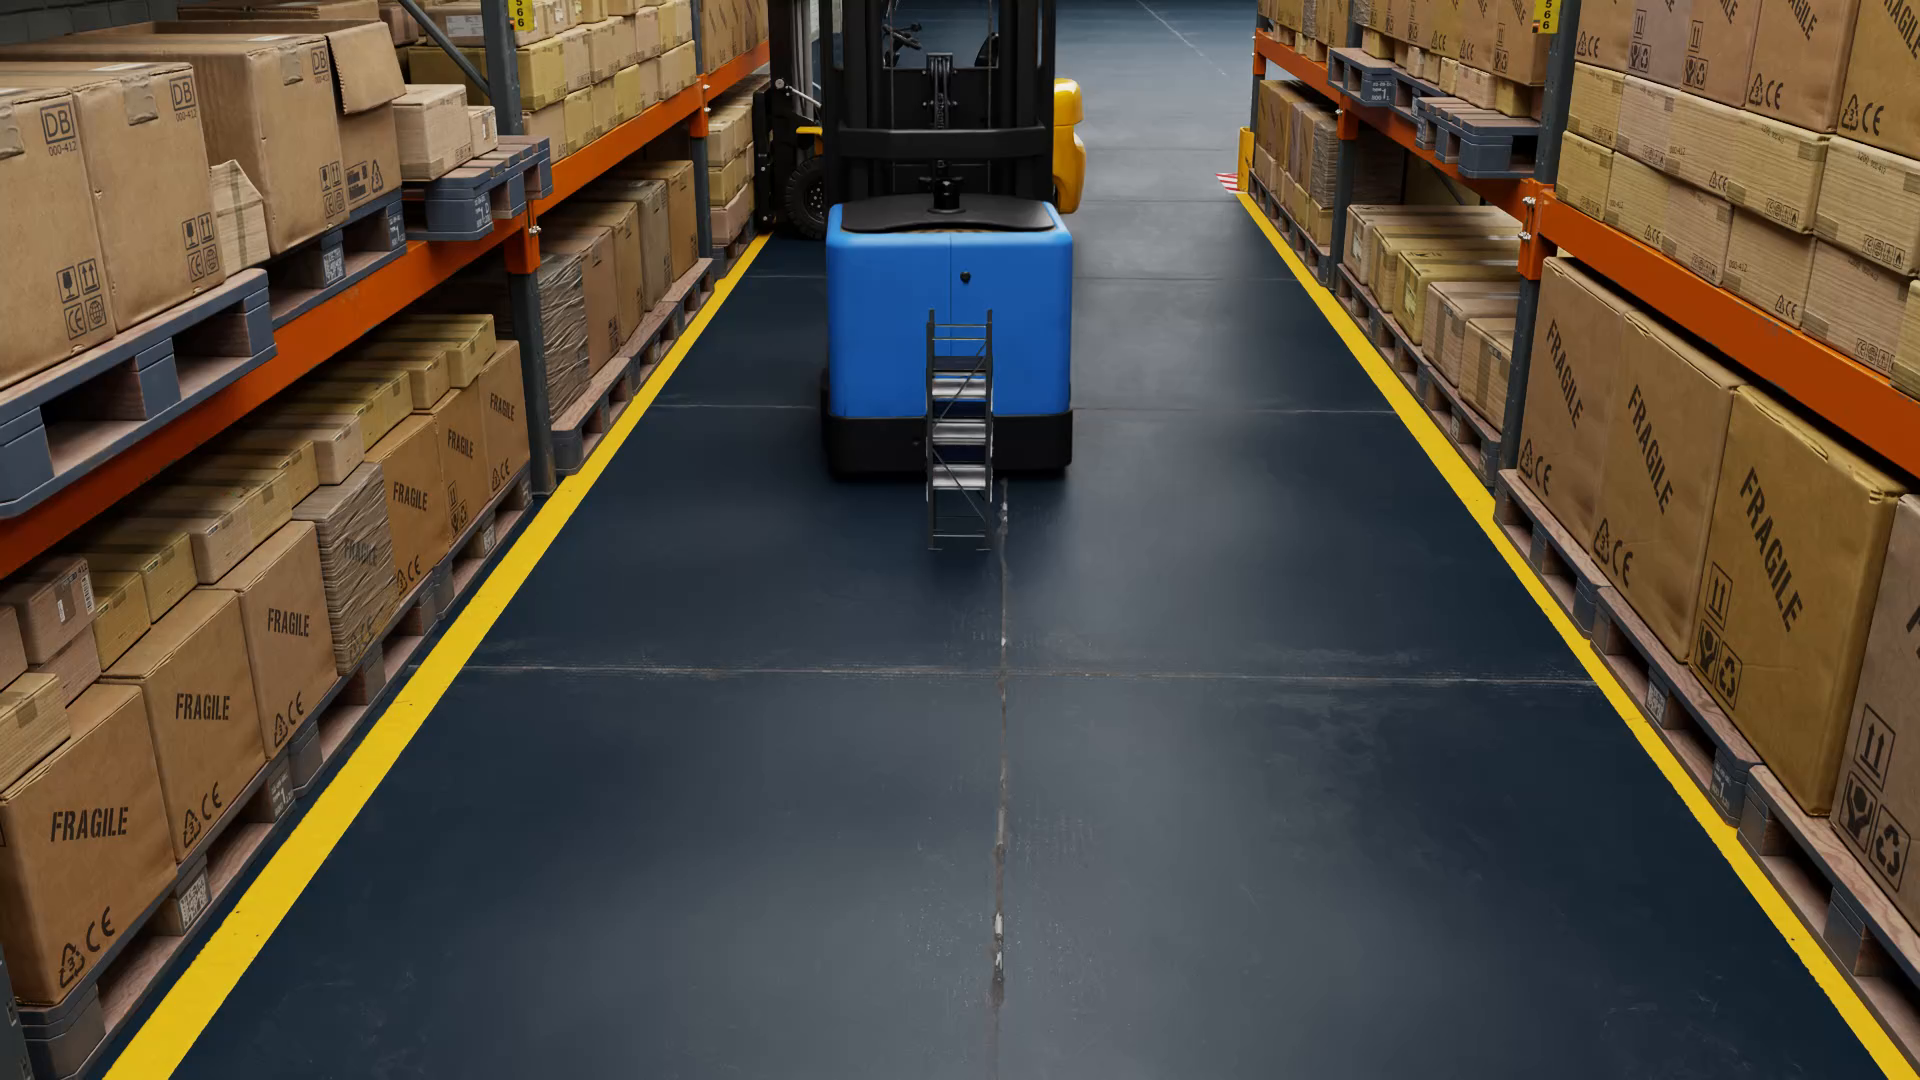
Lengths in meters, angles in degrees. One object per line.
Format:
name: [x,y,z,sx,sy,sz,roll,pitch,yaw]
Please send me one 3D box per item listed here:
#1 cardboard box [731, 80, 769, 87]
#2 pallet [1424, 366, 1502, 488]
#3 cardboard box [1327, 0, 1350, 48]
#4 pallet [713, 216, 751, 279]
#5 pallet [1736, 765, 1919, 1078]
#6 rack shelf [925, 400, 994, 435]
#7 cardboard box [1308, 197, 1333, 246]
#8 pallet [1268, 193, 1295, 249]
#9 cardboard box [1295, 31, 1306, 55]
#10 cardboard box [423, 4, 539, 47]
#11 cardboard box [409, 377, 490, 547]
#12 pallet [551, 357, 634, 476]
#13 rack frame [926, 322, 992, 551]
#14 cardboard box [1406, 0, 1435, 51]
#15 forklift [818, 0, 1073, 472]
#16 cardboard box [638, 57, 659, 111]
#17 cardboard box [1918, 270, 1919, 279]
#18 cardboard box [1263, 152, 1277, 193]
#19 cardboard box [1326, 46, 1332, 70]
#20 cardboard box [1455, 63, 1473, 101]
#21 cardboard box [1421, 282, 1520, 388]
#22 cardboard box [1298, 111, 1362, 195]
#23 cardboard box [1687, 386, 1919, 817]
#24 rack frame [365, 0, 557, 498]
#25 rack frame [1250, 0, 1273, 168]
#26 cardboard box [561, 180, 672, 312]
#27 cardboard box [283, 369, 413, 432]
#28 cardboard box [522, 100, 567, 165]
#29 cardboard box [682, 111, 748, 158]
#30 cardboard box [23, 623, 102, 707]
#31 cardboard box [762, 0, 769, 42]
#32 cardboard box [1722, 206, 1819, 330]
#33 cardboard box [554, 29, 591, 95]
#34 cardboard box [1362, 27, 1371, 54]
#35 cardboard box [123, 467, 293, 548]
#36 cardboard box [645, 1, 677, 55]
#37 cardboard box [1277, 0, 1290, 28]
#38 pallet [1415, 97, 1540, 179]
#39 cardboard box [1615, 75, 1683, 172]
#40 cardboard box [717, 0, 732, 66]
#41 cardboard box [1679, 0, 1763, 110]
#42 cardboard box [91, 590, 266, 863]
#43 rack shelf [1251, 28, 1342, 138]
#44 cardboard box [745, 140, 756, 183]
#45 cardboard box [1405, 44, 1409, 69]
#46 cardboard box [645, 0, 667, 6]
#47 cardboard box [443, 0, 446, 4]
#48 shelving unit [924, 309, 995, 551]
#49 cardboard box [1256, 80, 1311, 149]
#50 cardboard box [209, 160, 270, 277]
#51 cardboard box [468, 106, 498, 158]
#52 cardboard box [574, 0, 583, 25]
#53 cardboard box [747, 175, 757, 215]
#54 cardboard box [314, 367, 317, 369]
cardboard box: [-1.689,-3.521,13.295,0.500,0.250,0.500,1,21,3]
pallet: [2.766,-0.532,7.609,1.003,0.211,1.213,1,21,2]
cardboard box: [2.627,-3.345,10.453,0.500,0.500,0.500,0,21,0]
pallet: [-2.033,-2.036,11.485,1.003,0.211,1.213,1,21,2]
pallet: [2.567,0.917,3.875,1.003,0.211,1.213,1,21,2]
rack shelf: [0.000,-0.469,6.338,0.258,0.077,0.200,1,21,2]
cardboard box: [2.612,-2.127,11.084,0.500,0.250,0.500,2,21,4]
pallet: [2.882,-2.382,12.375,1.003,0.211,1.213,1,21,2]
cardboard box: [2.604,-3.551,11.883,0.380,0.149,0.250,1,21,2]
cardboard box: [-1.917,-2.064,6.667,0.380,0.149,0.250,1,21,3]
cardboard box: [-2.044,-0.297,6.024,0.500,0.500,0.500,0,21,1]
pallet: [-2.157,-0.600,7.784,1.003,0.211,1.213,1,21,2]
rack frame: [-0.003,-0.380,6.264,0.240,0.900,0.006,1,21,2]
cardboard box: [2.513,-2.665,8.121,0.500,0.500,0.500,0,21,-1]
forklift: [-0.119,-2.142,7.997,1.130,2.935,3.031,-1,21,-3]
cardboard box: [-1.908,-2.433,8.861,0.500,0.250,0.500,1,21,2]
cardboard box: [2.397,-0.610,3.469,0.500,0.250,0.500,1,21,3]
cardboard box: [2.660,-2.883,13.033,0.500,0.250,0.500,1,21,4]
cardboard box: [2.568,-3.089,10.690,0.380,0.149,0.250,1,21,3]
cardboard box: [2.430,-2.030,7.380,0.380,0.149,0.250,0,21,-1]
cardboard box: [2.782,-0.992,7.990,0.950,0.372,0.625,0,21,1]
cardboard box: [2.626,-2.660,11.423,0.500,0.500,0.500,1,21,3]
cardboard box: [2.578,0.139,4.379,0.875,0.875,0.875,1,21,3]
rack frame: [-2.221,-1.603,6.514,1.000,3.000,0.127,1,21,2]
rack frame: [2.984,-4.442,13.831,1.000,3.000,0.127,1,21,2]
cardboard box: [-2.135,-1.669,9.385,0.875,0.625,0.625,0,21,1]
cardboard box: [-2.065,-0.466,5.561,0.380,0.149,0.250,1,21,3]
cardboard box: [-1.963,-1.691,6.947,0.500,0.250,0.500,1,21,2]
cardboard box: [-1.745,-2.786,11.400,0.500,0.250,0.500,1,21,2]
cardboard box: [-2.134,0.283,3.632,0.380,0.149,0.250,0,21,0]
cardboard box: [-1.755,-4.174,13.001,0.500,0.500,0.500,1,21,3]
cardboard box: [2.443,-0.752,4.527,0.500,0.250,0.500,1,21,2]
cardboard box: [-1.947,-2.105,7.324,0.500,0.250,0.500,1,21,3]
cardboard box: [2.530,-2.878,9.567,0.380,0.149,0.250,1,21,2]
cardboard box: [-2.088,-0.089,4.590,0.380,0.149,0.250,1,21,4]
cardboard box: [-1.867,-2.846,9.233,0.500,0.250,0.500,0,21,0]
cardboard box: [2.666,-4.088,12.368,0.500,0.500,0.500,0,21,1]
pallet: [2.656,-1.719,7.078,1.213,0.211,1.003,1,21,2]
cardboard box: [2.462,-1.346,5.366,0.500,0.250,0.500,1,21,3]
cardboard box: [-1.825,-3.442,11.115,0.500,0.500,0.500,1,21,3]
cardboard box: [2.445,-1.521,4.781,0.500,0.500,0.500,1,21,3]
cardboard box: [-2.096,0.448,4.103,0.500,0.500,0.500,0,21,1]
rack shelf: [2.923,-3.384,12.098,1.077,0.370,4.000,1,21,2]
cardboard box: [-1.736,-2.732,11.952,0.500,0.250,0.500,0,21,1]
cardboard box: [2.522,-2.503,8.600,0.380,0.149,0.250,1,21,2]
cardboard box: [-1.813,-2.994,9.065,0.380,0.149,0.250,0,21,0]
cardboard box: [-2.510,-2.350,7.404,0.380,0.149,0.250,0,21,1]
shelving unit: [0.000,-0.417,6.359,0.258,0.900,0.210,1,21,2]
cardboard box: [2.683,-3.409,13.351,0.500,0.500,0.500,0,21,0]
cardboard box: [-1.917,-0.788,4.018,0.396,0.266,0.258,2,21,4]
cardboard box: [-1.857,-1.440,5.860,0.380,0.149,0.250,1,21,3]
cardboard box: [-1.955,-2.440,7.635,0.380,0.149,0.250,1,21,2]
cardboard box: [-1.753,-2.504,12.057,0.500,0.250,0.500,1,21,3]
cardboard box: [-2.583,-0.655,6.049,0.380,0.149,0.250,1,21,3]
